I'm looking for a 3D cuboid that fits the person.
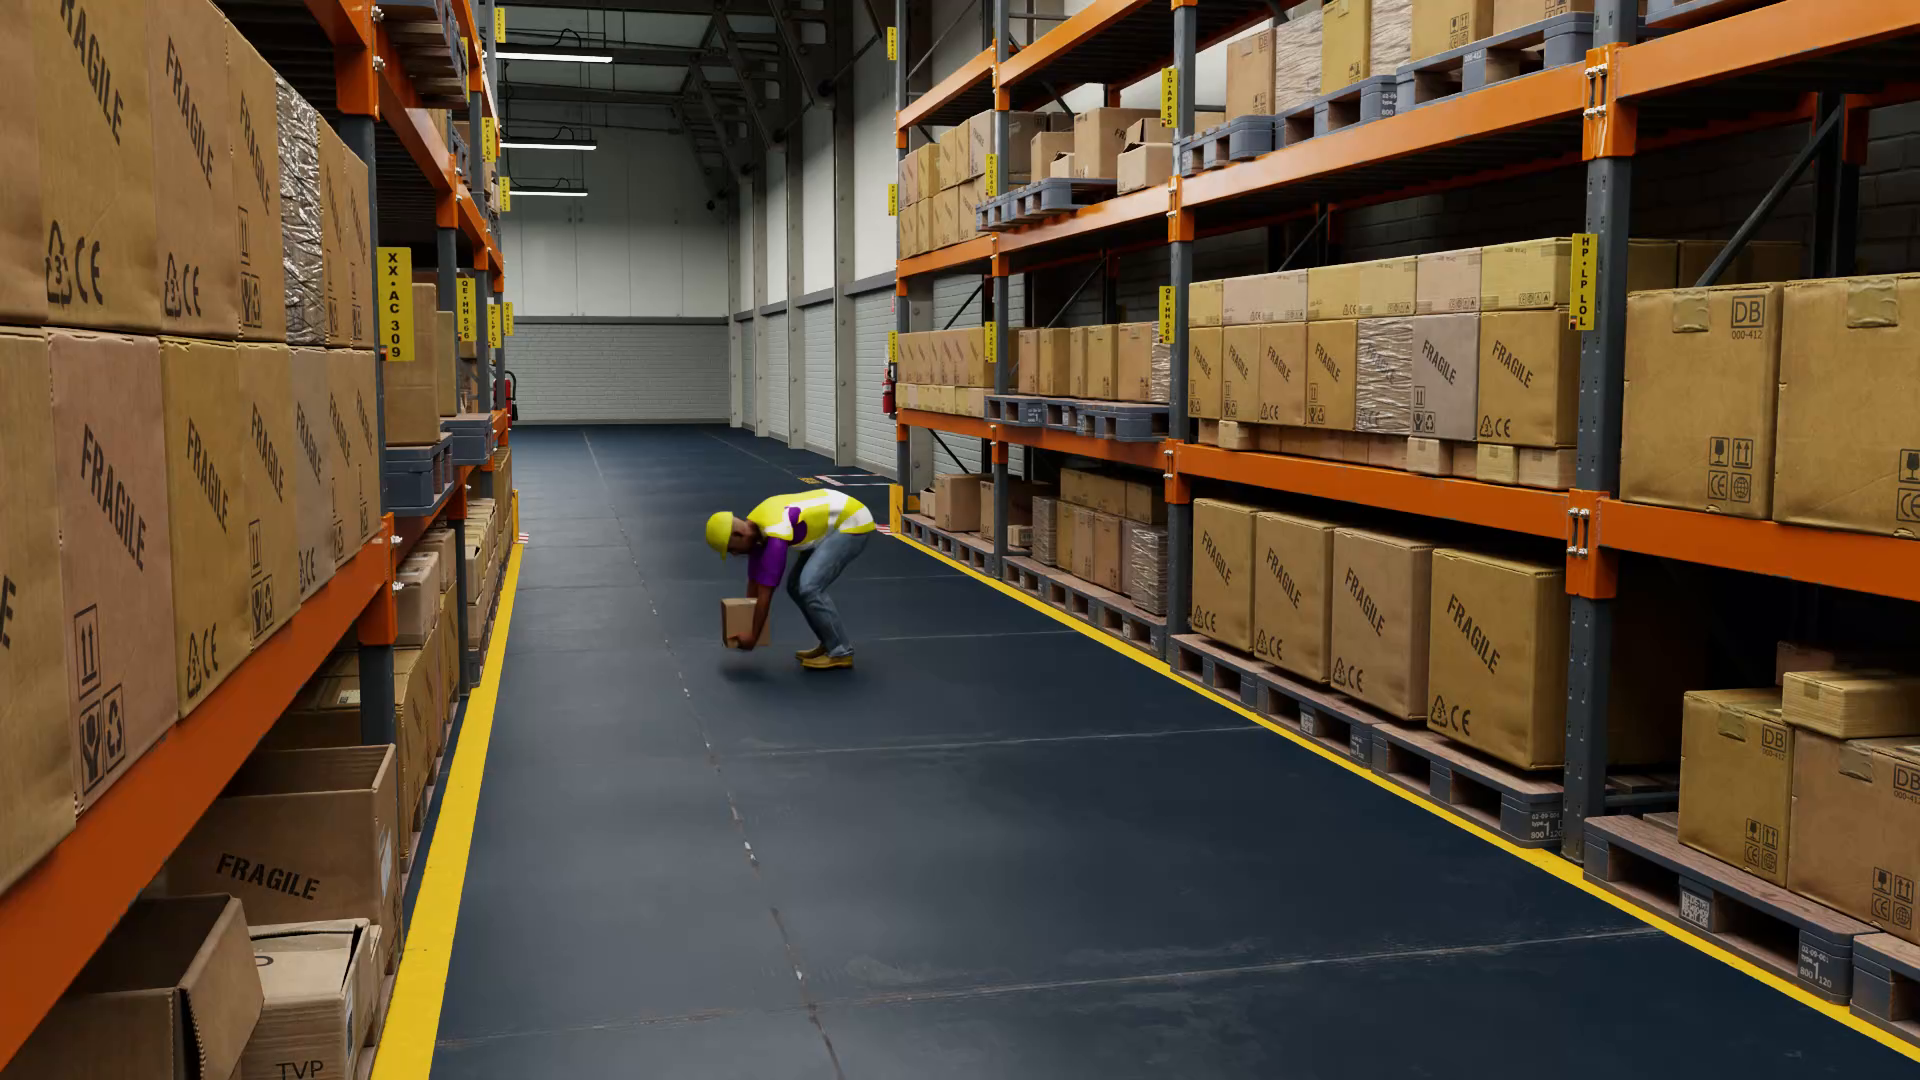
[{"bbox_3d":[-0.986,0.225,9.681,0.979,1.031,0.493,-2,6,-16],"label":"person"}]
